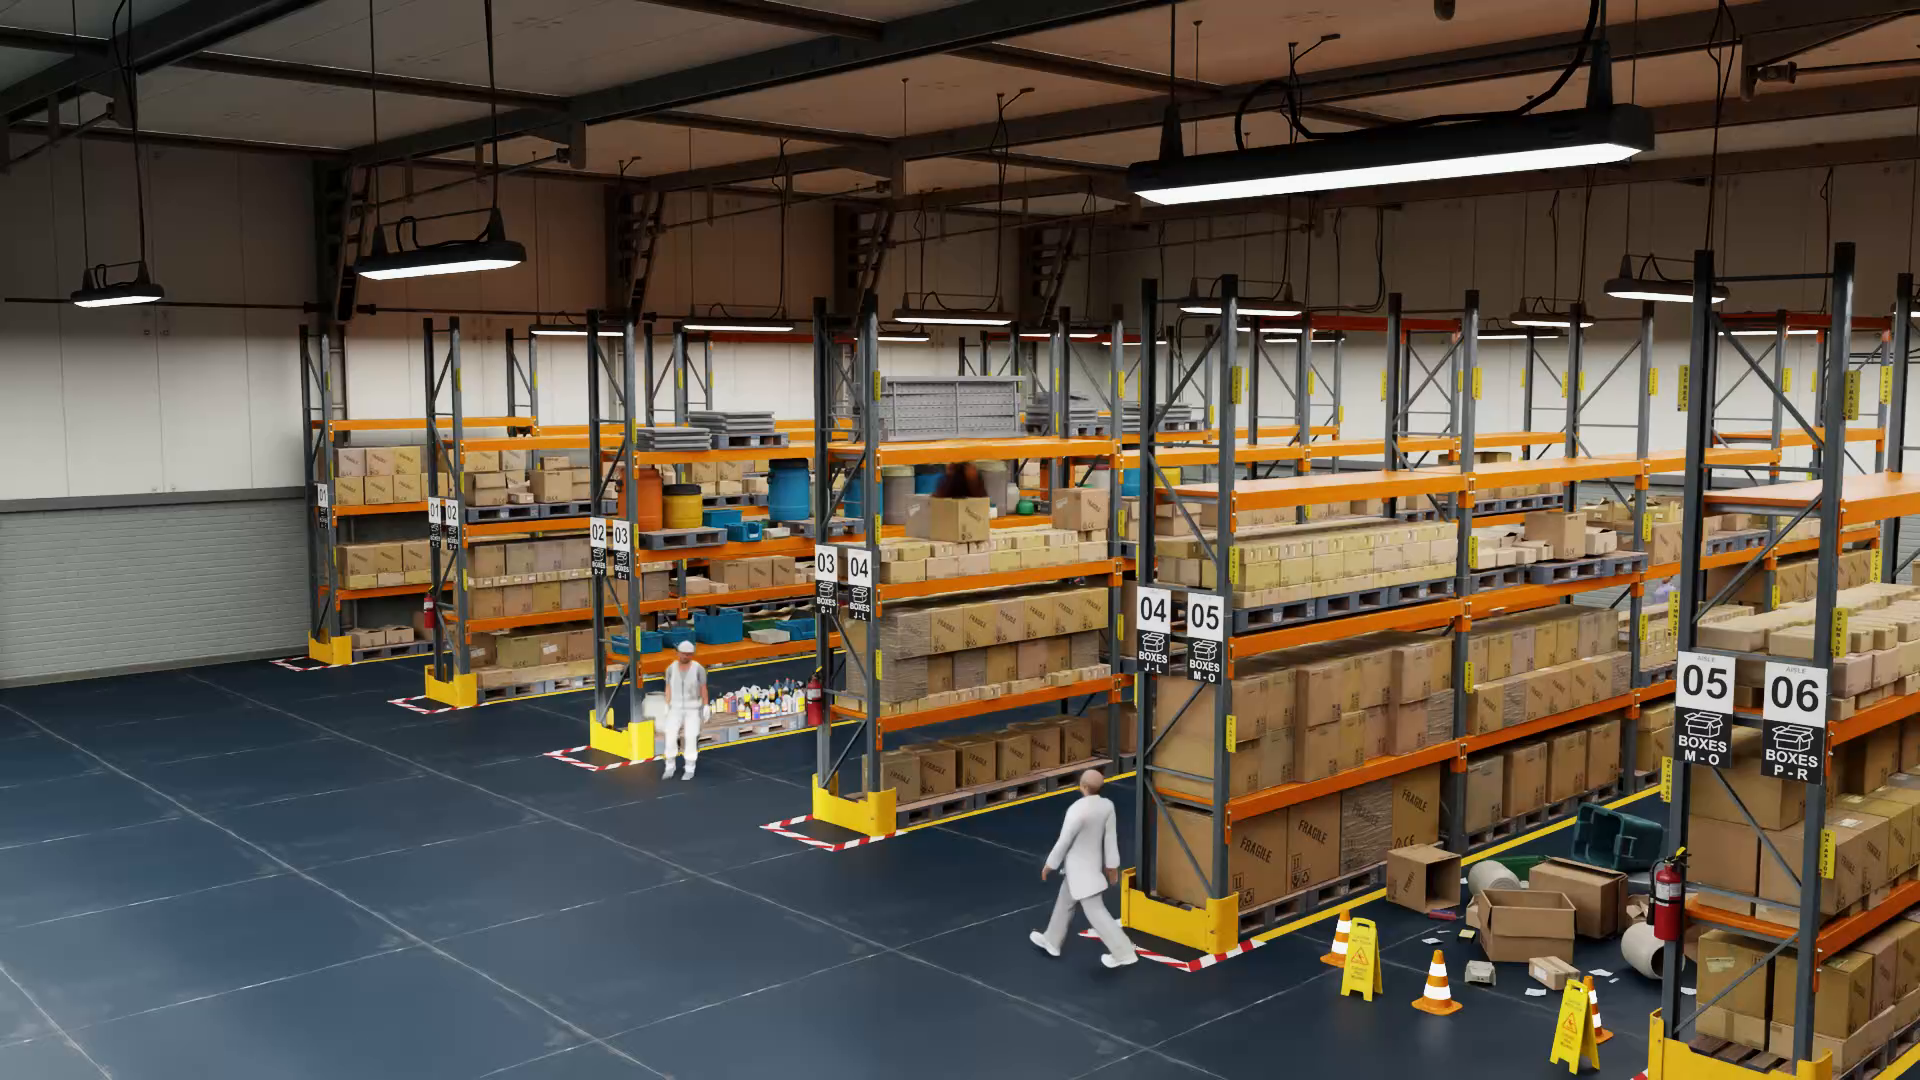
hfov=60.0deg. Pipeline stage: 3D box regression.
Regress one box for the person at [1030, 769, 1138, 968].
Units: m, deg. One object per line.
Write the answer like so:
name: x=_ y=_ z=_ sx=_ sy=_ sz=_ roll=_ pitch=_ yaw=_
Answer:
person: x=1.060 y=2.842 z=14.490 sx=1.119 sy=1.731 sz=0.546 roll=3 pitch=6 yaw=24

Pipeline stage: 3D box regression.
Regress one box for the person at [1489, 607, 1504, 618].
person: x=8.050 y=1.776 z=24.867 sx=0.597 sy=1.777 sz=0.447 roll=-2 pitch=6 yaw=-17

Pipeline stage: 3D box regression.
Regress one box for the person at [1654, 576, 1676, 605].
person: x=12.573 y=1.356 z=29.881 sx=0.810 sy=1.621 sz=0.520 roll=3 pitch=6 yaw=26

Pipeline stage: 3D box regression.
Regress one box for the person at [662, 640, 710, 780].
person: x=-3.491 y=2.171 z=21.144 sx=0.636 sy=1.801 sz=0.402 roll=0 pitch=6 yaw=-2
